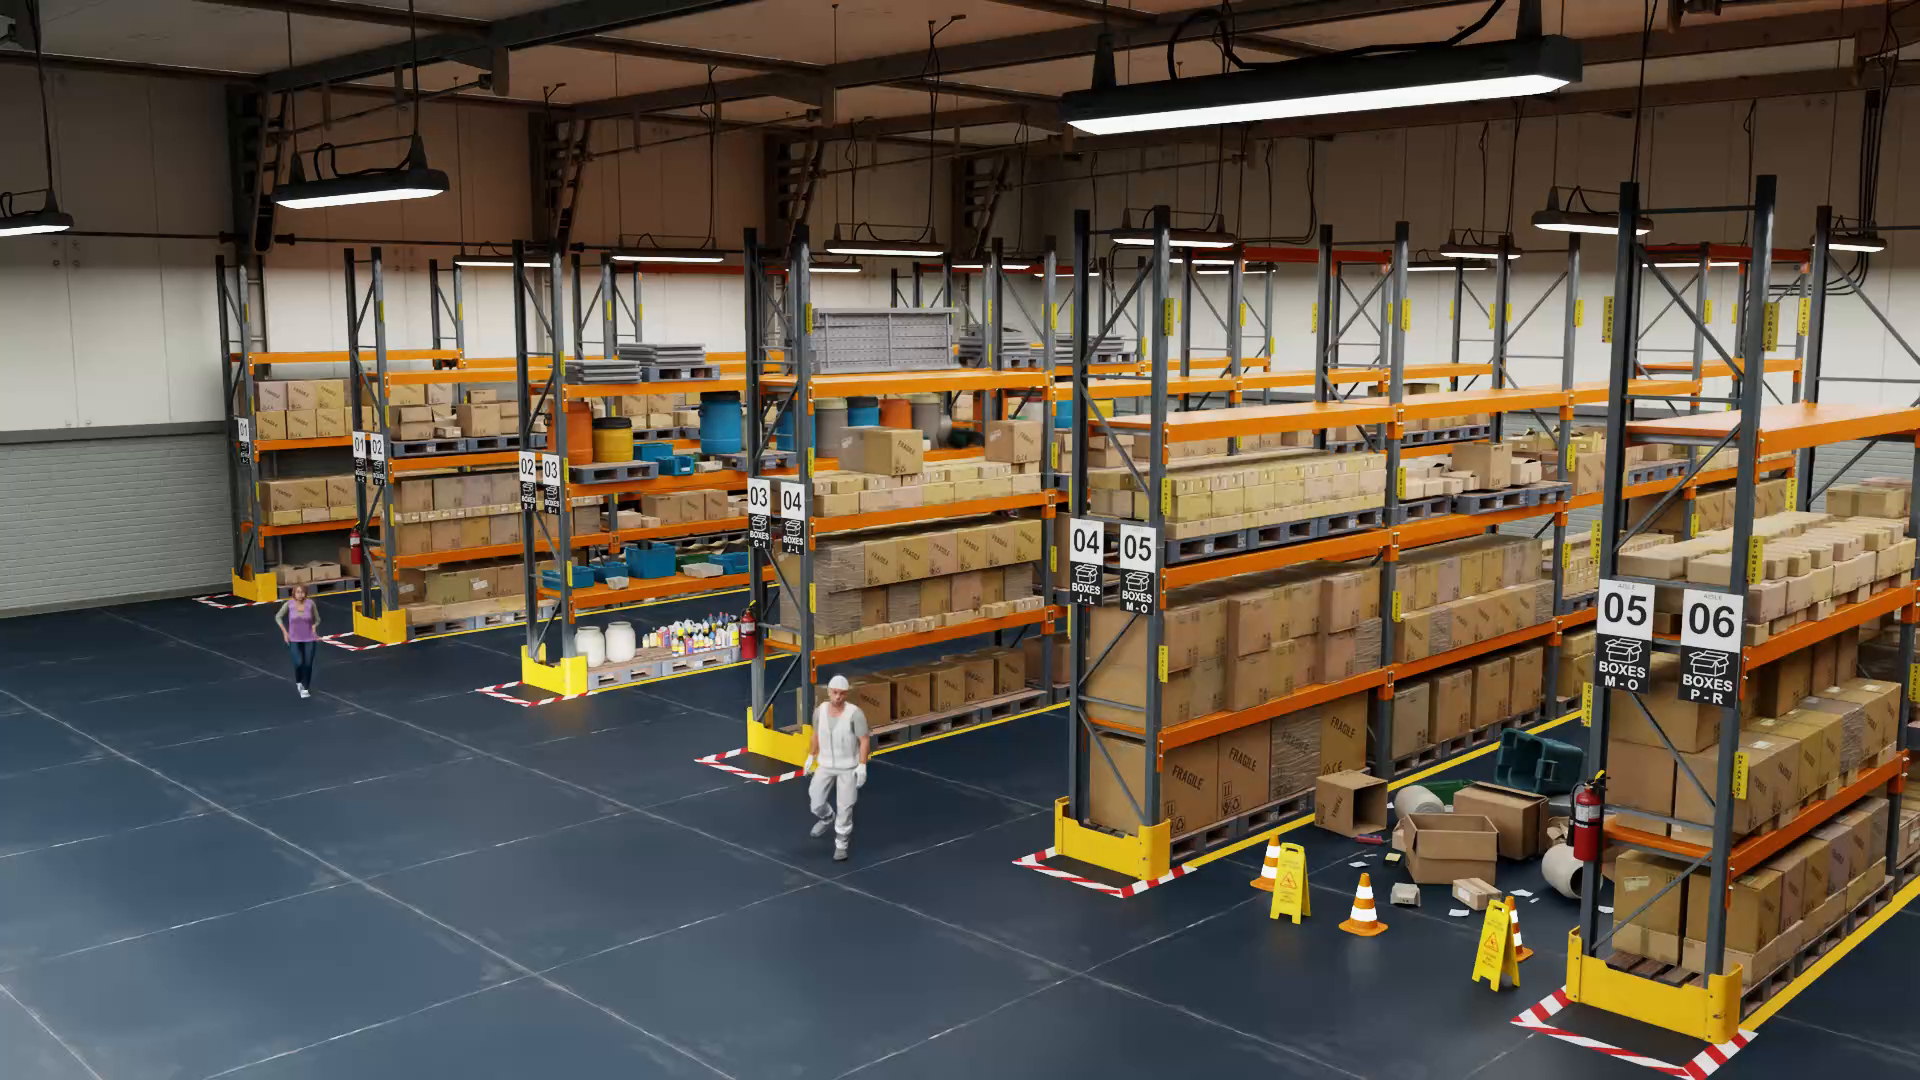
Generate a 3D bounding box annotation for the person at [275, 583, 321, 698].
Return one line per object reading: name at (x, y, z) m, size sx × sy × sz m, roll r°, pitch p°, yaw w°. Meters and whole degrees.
person at (-8.628, 1.329, 21.724) m, size 0.547 × 1.546 × 0.627 m, roll -4°, pitch 9°, yaw -24°

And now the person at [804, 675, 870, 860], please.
person at (-1.138, 2.099, 15.579) m, size 0.713 × 1.754 × 0.694 m, roll 2°, pitch 8°, yaw 14°
